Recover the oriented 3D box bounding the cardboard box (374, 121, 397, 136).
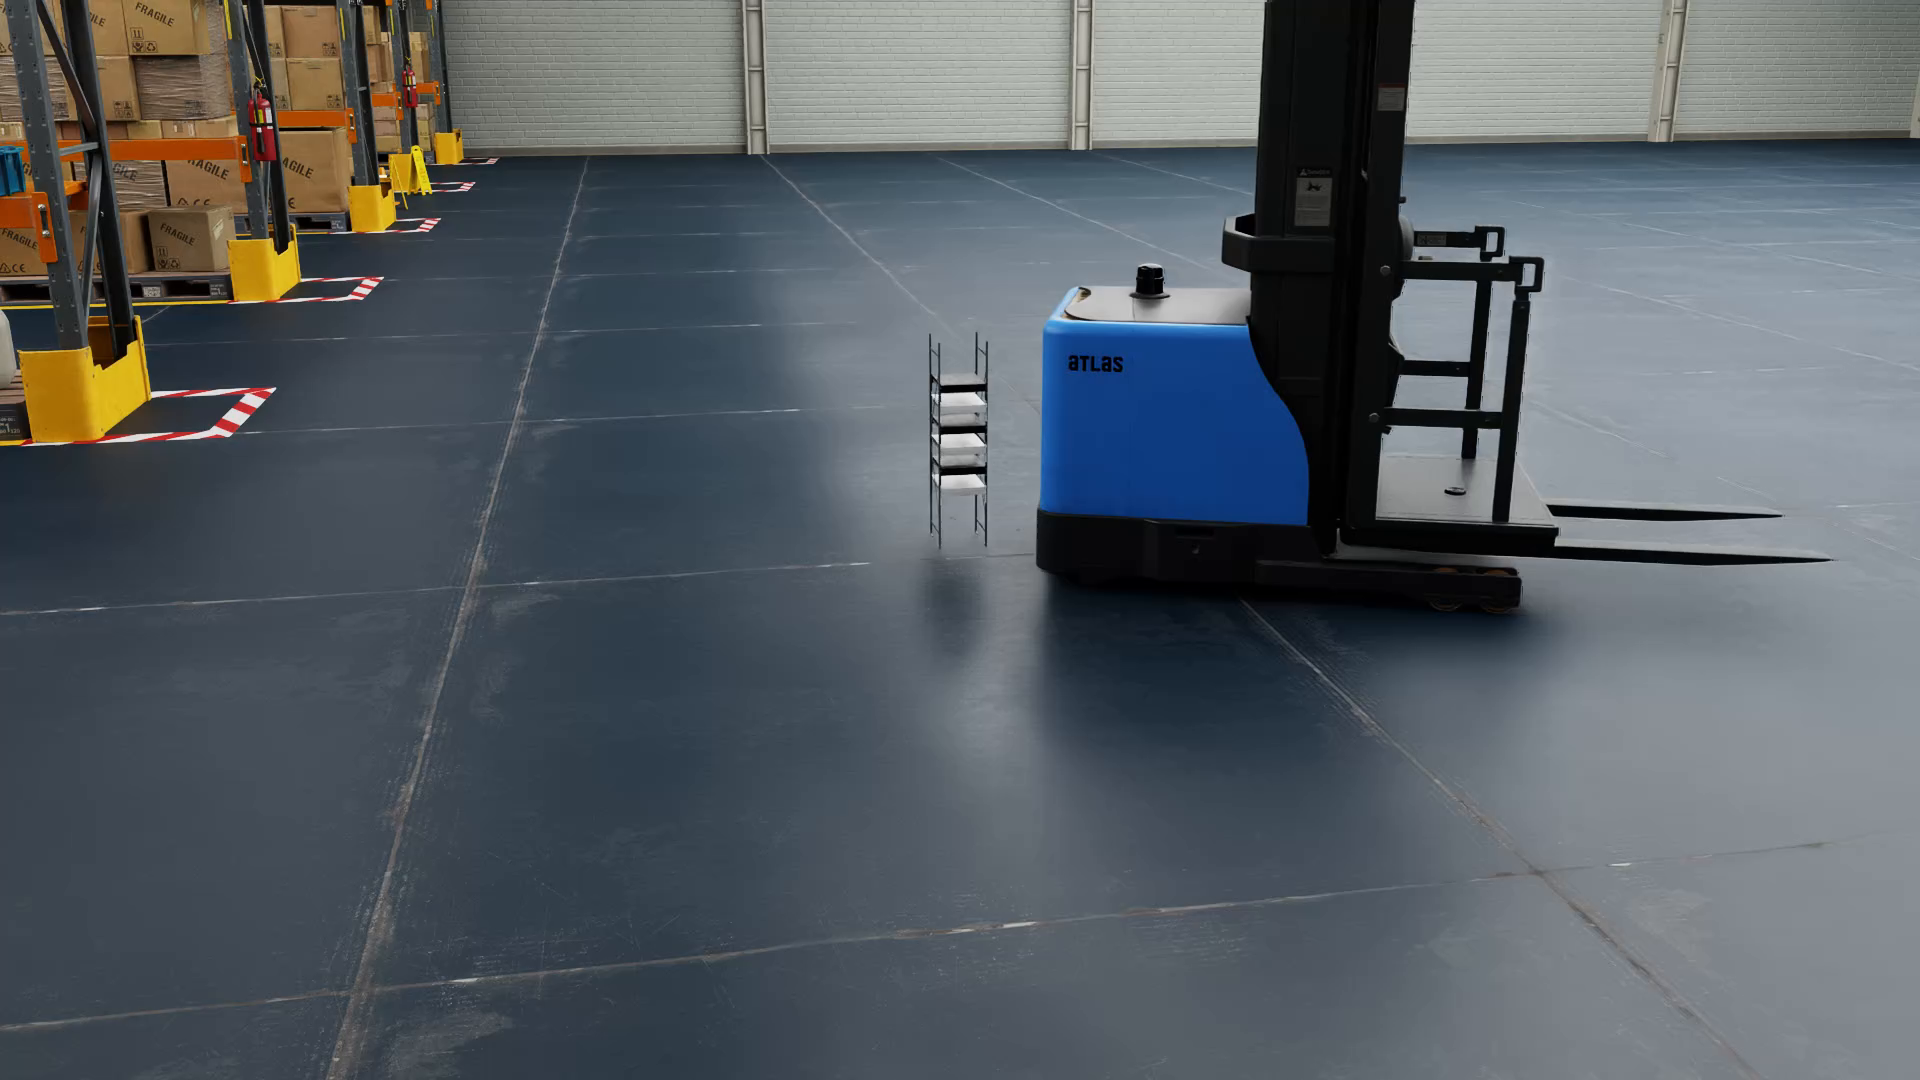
[{"bbox_3d":[-9.598,-6.850,27.620,0.500,0.250,0.500,-3,17,-11],"label":"cardboard box"}]

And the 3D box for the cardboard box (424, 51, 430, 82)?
[{"bbox_3d":[-9.224,-7.967,27.970,0.500,0.500,0.500,-3,17,-9],"label":"cardboard box"}]

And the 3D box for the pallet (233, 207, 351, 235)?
[{"bbox_3d":[-7.472,-3.614,18.719,1.213,0.211,1.003,-3,17,-10],"label":"pallet"}]

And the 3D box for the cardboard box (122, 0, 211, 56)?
[{"bbox_3d":[-6.353,-4.145,13.318,0.500,0.500,0.500,-3,17,-10],"label":"cardboard box"}]

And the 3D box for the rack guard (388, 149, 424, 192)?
[{"bbox_3d":[-7.814,-5.236,23.509,0.348,0.500,1.175,-3,17,-10],"label":"rack guard"}]

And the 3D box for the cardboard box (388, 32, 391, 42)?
[{"bbox_3d":[-9.233,-8.263,27.324,0.250,0.149,0.380,-3,17,-10],"label":"cardboard box"}]

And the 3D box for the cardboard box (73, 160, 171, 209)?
[{"bbox_3d":[-9.114,-4.043,18.269,0.875,0.875,0.875,-3,17,-10],"label":"cardboard box"}]

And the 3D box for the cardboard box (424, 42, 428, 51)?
[{"bbox_3d":[-9.067,-8.280,27.886,0.250,0.149,0.380,-4,17,-12],"label":"cardboard box"}]

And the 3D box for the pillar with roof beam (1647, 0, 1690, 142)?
[{"bbox_3d":[14.841,-11.051,27.965,0.400,9.000,9.100,-3,17,-10],"label":"pillar with roof beam"}]

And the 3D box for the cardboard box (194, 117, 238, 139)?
[{"bbox_3d":[-6.101,-3.383,13.646,0.250,0.149,0.380,-3,17,-10],"label":"cardboard box"}]

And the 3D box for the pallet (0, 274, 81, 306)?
[{"bbox_3d":[-7.934,-2.140,13.918,1.213,0.211,1.003,-3,17,-10],"label":"pallet"}]

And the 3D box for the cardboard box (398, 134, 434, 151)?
[{"bbox_3d":[-9.087,-6.635,27.774,0.500,0.250,0.500,-3,17,-10],"label":"cardboard box"}]

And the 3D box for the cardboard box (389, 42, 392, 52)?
[{"bbox_3d":[-9.218,-8.101,27.304,0.250,0.149,0.380,-3,17,-10],"label":"cardboard box"}]

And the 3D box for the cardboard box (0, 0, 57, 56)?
[{"bbox_3d":[-7.334,-4.088,13.134,0.500,0.500,0.500,-3,17,-10],"label":"cardboard box"}]

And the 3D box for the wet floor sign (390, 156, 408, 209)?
[{"bbox_3d":[-7.049,-4.461,20.738,0.232,0.644,0.267,-6,18,-20],"label":"wet floor sign"}]

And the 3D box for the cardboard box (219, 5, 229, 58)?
[{"bbox_3d":[-8.171,-5.543,18.156,0.550,0.550,0.875,-3,17,-10],"label":"cardboard box"}]

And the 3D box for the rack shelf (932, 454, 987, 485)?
[{"bbox_3d":[-0.008,-0.312,7.214,0.200,0.077,0.258,-3,17,-10],"label":"rack shelf"}]

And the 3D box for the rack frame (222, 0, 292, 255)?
[{"bbox_3d":[-5.860,-3.579,13.855,0.127,3.000,1.000,-3,17,-10],"label":"rack frame"}]

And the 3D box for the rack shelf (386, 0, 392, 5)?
[{"bbox_3d":[-9.703,-7.414,22.458,4.000,0.370,1.077,-3,17,-10],"label":"rack shelf"}]

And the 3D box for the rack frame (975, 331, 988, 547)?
[{"bbox_3d":[0.092,-0.435,7.197,0.006,0.900,0.240,-3,17,-10],"label":"rack frame"}]

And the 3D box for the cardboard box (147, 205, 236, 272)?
[{"bbox_3d":[-6.476,-2.555,14.063,0.500,0.500,0.500,0,17,0],"label":"cardboard box"}]

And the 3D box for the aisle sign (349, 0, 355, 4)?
[{"bbox_3d":[-6.575,-6.174,17.878,0.004,0.787,0.394,-3,17,-10],"label":"aisle sign"}]

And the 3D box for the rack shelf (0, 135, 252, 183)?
[{"bbox_3d":[-7.824,-3.124,13.598,4.000,0.370,1.077,-3,17,-10],"label":"rack shelf"}]

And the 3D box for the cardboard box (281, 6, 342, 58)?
[{"bbox_3d":[-7.073,-5.593,18.317,0.550,0.550,0.875,-3,17,-10],"label":"cardboard box"}]

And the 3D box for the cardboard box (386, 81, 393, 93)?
[{"bbox_3d":[-8.113,-6.356,23.326,0.250,0.149,0.380,-3,17,-10],"label":"cardboard box"}]

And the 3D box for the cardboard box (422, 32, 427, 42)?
[{"bbox_3d":[-9.055,-8.409,27.800,0.250,0.149,0.380,-4,17,-12],"label":"cardboard box"}]

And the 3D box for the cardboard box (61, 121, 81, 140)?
[{"bbox_3d":[-7.083,-3.329,13.470,0.250,0.149,0.380,-3,17,-10],"label":"cardboard box"}]

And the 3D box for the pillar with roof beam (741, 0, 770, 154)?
[{"bbox_3d":[-2.832,-10.048,24.700,0.400,9.000,9.100,-3,17,-10],"label":"pillar with roof beam"}]

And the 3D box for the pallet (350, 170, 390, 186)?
[{"bbox_3d":[-8.619,-5.063,23.437,1.213,0.211,1.003,-3,17,-10],"label":"pallet"}]

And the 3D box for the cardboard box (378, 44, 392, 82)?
[{"bbox_3d":[-8.258,-6.679,23.272,0.500,0.500,0.500,-4,17,-11],"label":"cardboard box"}]

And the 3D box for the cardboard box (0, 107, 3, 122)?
[{"bbox_3d":[-7.865,-3.644,13.389,0.500,0.500,0.875,-3,17,-10],"label":"cardboard box"}]

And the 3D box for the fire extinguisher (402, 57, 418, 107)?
[{"bbox_3d":[-7.540,-6.272,22.756,0.183,0.674,0.296,-3,17,-10],"label":"fire extinguisher"}]

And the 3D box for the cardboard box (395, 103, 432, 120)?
[{"bbox_3d":[-9.078,-7.115,27.633,0.500,0.250,0.500,-3,17,-9],"label":"cardboard box"}]

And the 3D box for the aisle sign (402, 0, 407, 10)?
[{"bbox_3d":[-7.738,-7.771,23.076,0.004,0.787,0.394,-3,17,-10],"label":"aisle sign"}]

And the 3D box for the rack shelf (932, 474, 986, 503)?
[{"bbox_3d":[-0.008,-0.226,7.241,0.200,0.077,0.258,-3,17,-10],"label":"rack shelf"}]

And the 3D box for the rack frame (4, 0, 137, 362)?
[{"bbox_3d":[-4.920,-2.151,9.206,0.127,3.000,1.000,-3,17,-10],"label":"rack frame"}]

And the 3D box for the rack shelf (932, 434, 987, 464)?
[{"bbox_3d":[-0.008,-0.398,7.188,0.200,0.077,0.258,-3,17,-10],"label":"rack shelf"}]

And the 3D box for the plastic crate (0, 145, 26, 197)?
[{"bbox_3d":[-5.355,-1.966,8.856,0.616,0.251,0.499,-3,17,-10],"label":"plastic crate"}]

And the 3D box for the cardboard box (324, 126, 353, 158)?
[{"bbox_3d":[-8.477,-5.561,22.998,0.500,0.500,0.500,-3,17,-10],"label":"cardboard box"}]

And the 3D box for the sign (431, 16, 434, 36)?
[{"bbox_3d":[-8.596,-8.376,27.097,0.005,0.325,0.100,-3,17,-10],"label":"sign"}]

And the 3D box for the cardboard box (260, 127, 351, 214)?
[{"bbox_3d":[-7.355,-4.143,18.594,0.875,0.875,0.875,-3,17,-10],"label":"cardboard box"}]

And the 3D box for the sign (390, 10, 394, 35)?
[{"bbox_3d":[-7.654,-6.979,22.415,0.005,0.325,0.100,-3,17,-10],"label":"sign"}]

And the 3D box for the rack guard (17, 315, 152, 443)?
[{"bbox_3d":[-4.986,-0.938,9.515,0.348,0.500,1.175,-3,17,-10],"label":"rack guard"}]

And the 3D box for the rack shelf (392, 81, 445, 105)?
[{"bbox_3d":[-10.649,-7.411,27.557,4.000,0.370,1.077,-3,17,-10],"label":"rack shelf"}]

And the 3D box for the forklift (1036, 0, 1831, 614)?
[{"bbox_3d":[1.873,-1.285,6.504,3.031,2.935,1.130,3,17,9],"label":"forklift"}]

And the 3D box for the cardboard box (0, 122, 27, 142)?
[{"bbox_3d":[-7.553,-3.269,13.276,0.250,0.149,0.380,-3,17,-10],"label":"cardboard box"}]

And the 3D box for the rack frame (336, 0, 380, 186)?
[{"bbox_3d":[-6.702,-5.014,18.528,0.127,3.000,1.000,-3,17,-10],"label":"rack frame"}]

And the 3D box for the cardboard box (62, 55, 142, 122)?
[{"bbox_3d":[-6.873,-3.684,13.519,0.500,0.500,0.875,-3,17,-10],"label":"cardboard box"}]

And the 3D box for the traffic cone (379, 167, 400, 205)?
[{"bbox_3d":[-7.373,-4.526,21.260,0.334,0.463,0.336,-3,17,-10],"label":"traffic cone"}]

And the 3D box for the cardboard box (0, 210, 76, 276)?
[{"bbox_3d":[-7.675,-2.482,13.826,0.500,0.500,0.500,-2,17,-5],"label":"cardboard box"}]

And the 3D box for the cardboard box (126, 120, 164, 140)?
[{"bbox_3d":[-6.582,-3.341,13.508,0.250,0.149,0.380,-3,17,-10],"label":"cardboard box"}]

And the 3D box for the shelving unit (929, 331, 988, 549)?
[{"bbox_3d":[-0.008,-0.430,7.178,0.210,0.900,0.258,-3,17,-10],"label":"shelving unit"}]

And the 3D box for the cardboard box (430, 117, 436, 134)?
[{"bbox_3d":[-9.186,-7.025,28.192,0.500,0.250,0.500,-3,17,-9],"label":"cardboard box"}]

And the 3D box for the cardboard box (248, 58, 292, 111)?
[{"bbox_3d":[-7.593,-5.015,18.276,0.550,0.550,0.875,-3,17,-10],"label":"cardboard box"}]

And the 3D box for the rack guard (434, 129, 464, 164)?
[{"bbox_3d":[-8.662,-6.673,28.185,0.348,0.500,1.175,-3,17,-10],"label":"rack guard"}]

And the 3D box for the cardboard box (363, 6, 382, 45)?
[{"bbox_3d":[-8.200,-7.012,22.653,0.500,0.500,0.700,-4,17,-12],"label":"cardboard box"}]
